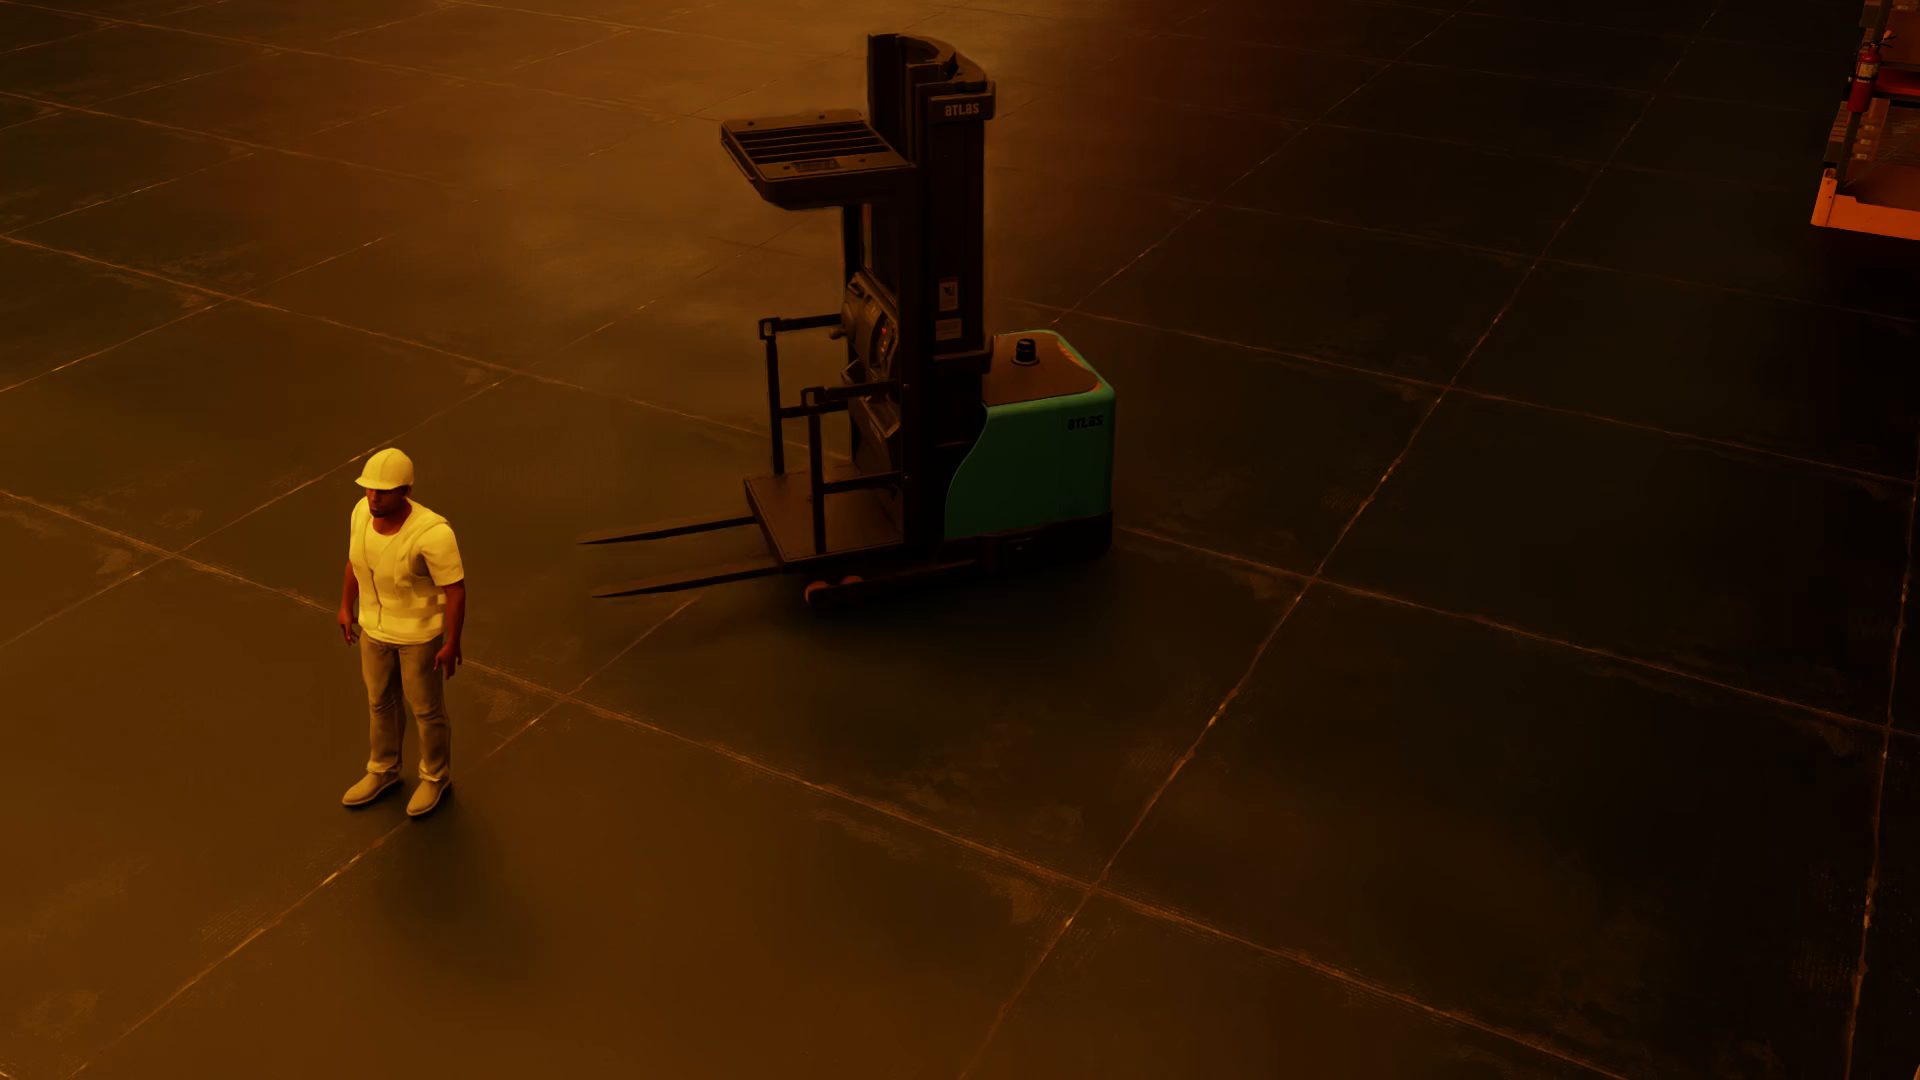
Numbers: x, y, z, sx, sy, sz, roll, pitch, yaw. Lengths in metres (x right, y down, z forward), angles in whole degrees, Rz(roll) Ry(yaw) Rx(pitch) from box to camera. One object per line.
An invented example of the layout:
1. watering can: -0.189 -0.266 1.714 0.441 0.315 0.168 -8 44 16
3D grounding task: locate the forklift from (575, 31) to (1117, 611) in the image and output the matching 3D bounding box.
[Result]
1. forklift: -0.677 -1.169 9.097 3.031 2.935 1.130 -10 31 -16

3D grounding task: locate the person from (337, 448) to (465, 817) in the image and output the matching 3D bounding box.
1. person: -2.550 0.427 7.489 0.664 1.770 0.549 13 33 22
